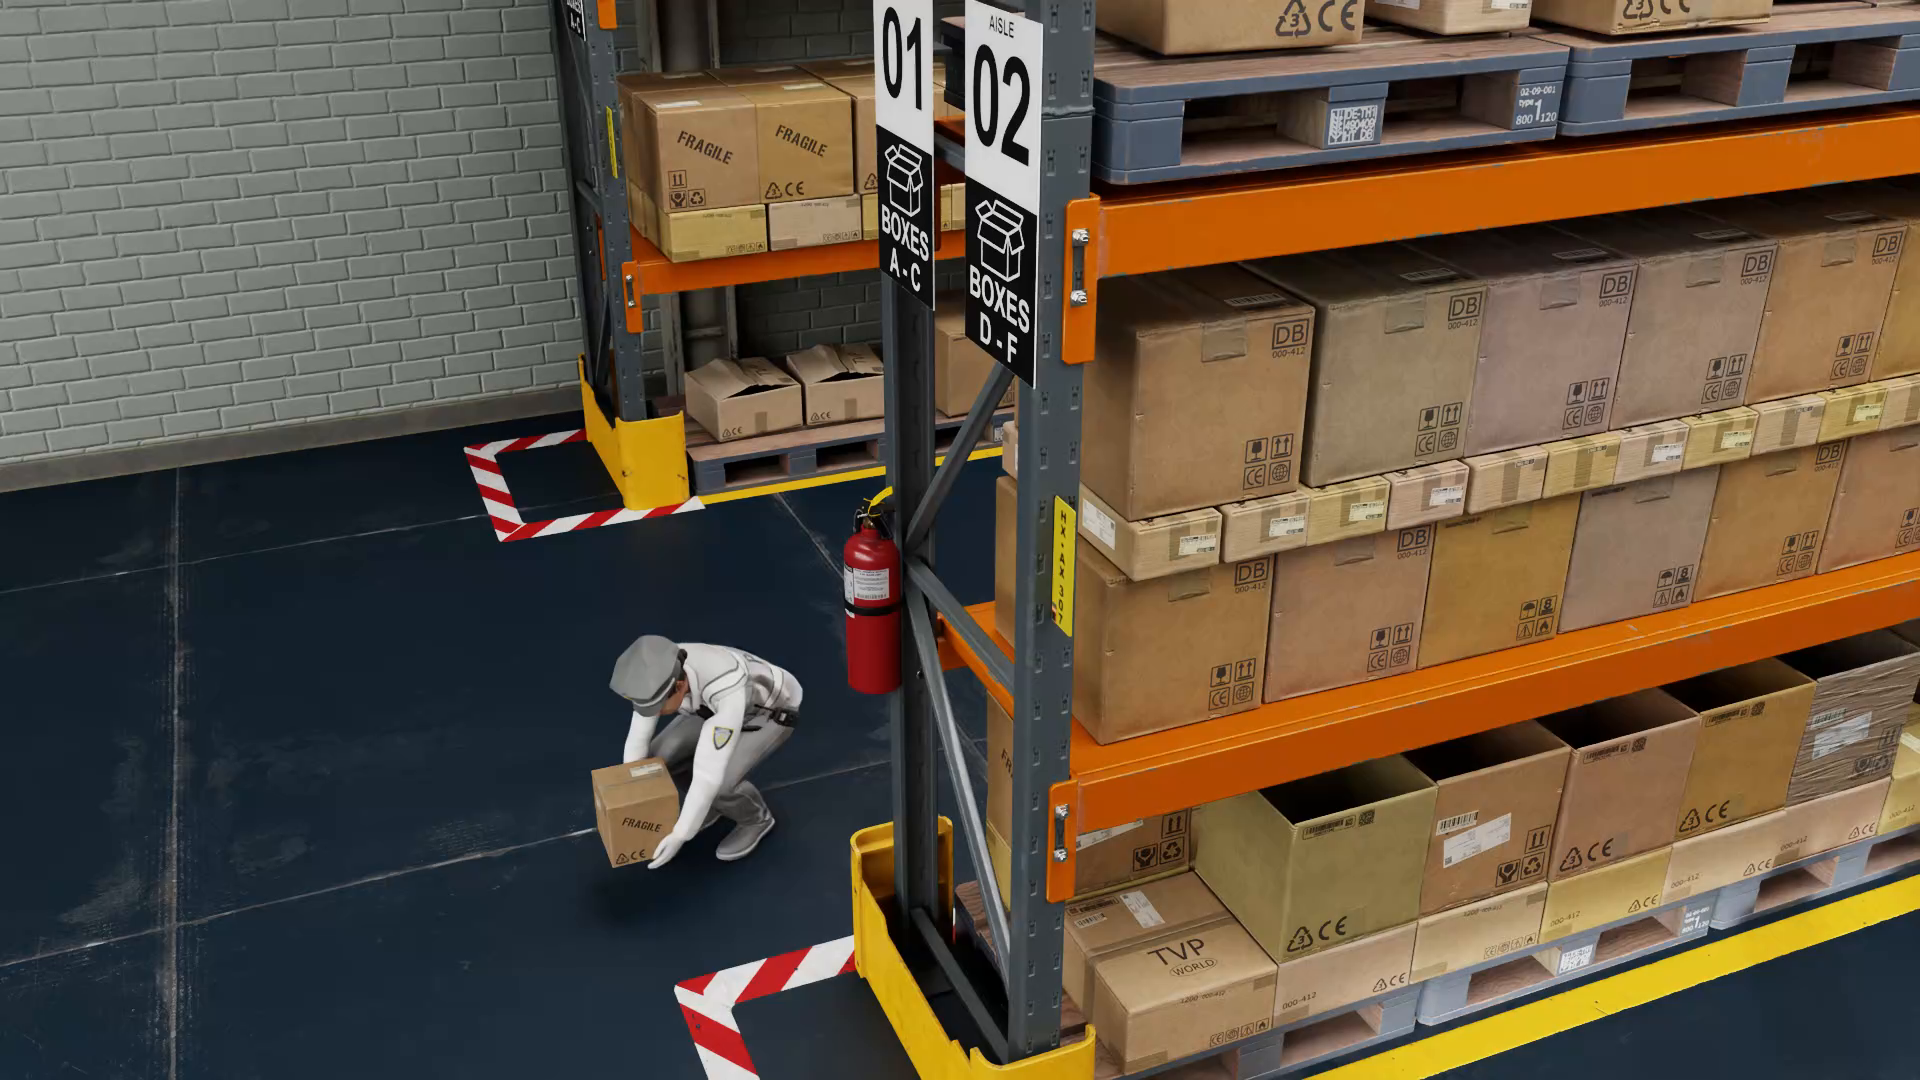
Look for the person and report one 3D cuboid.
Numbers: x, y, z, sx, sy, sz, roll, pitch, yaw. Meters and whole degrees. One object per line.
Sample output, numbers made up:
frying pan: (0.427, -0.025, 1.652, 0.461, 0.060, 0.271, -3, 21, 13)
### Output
person: (-0.908, 0.693, 5.982, 0.490, 0.982, 0.831, 19, 32, 33)
